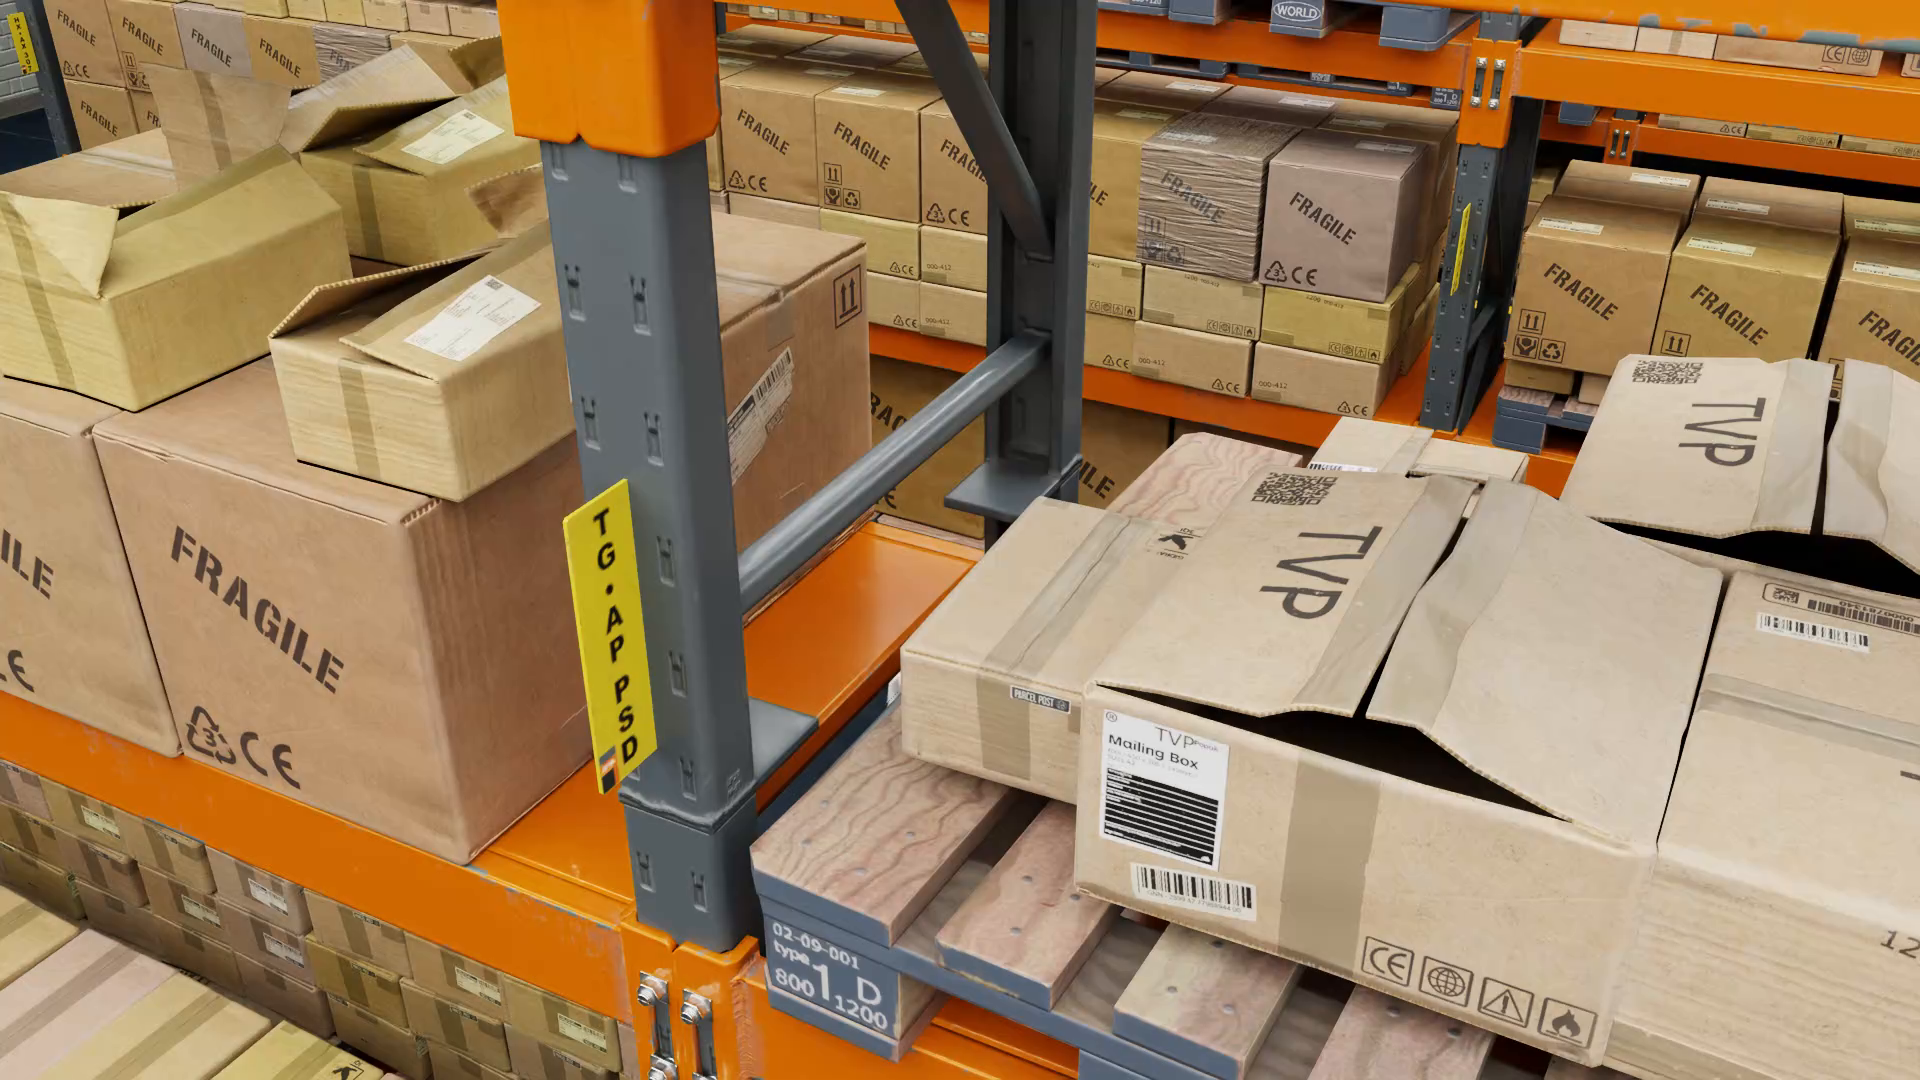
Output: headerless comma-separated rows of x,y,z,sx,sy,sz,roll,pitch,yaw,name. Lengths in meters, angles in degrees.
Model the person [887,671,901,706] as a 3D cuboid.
0.017,0.648,6.292,0.588,0.995,0.943,13,32,21,person
